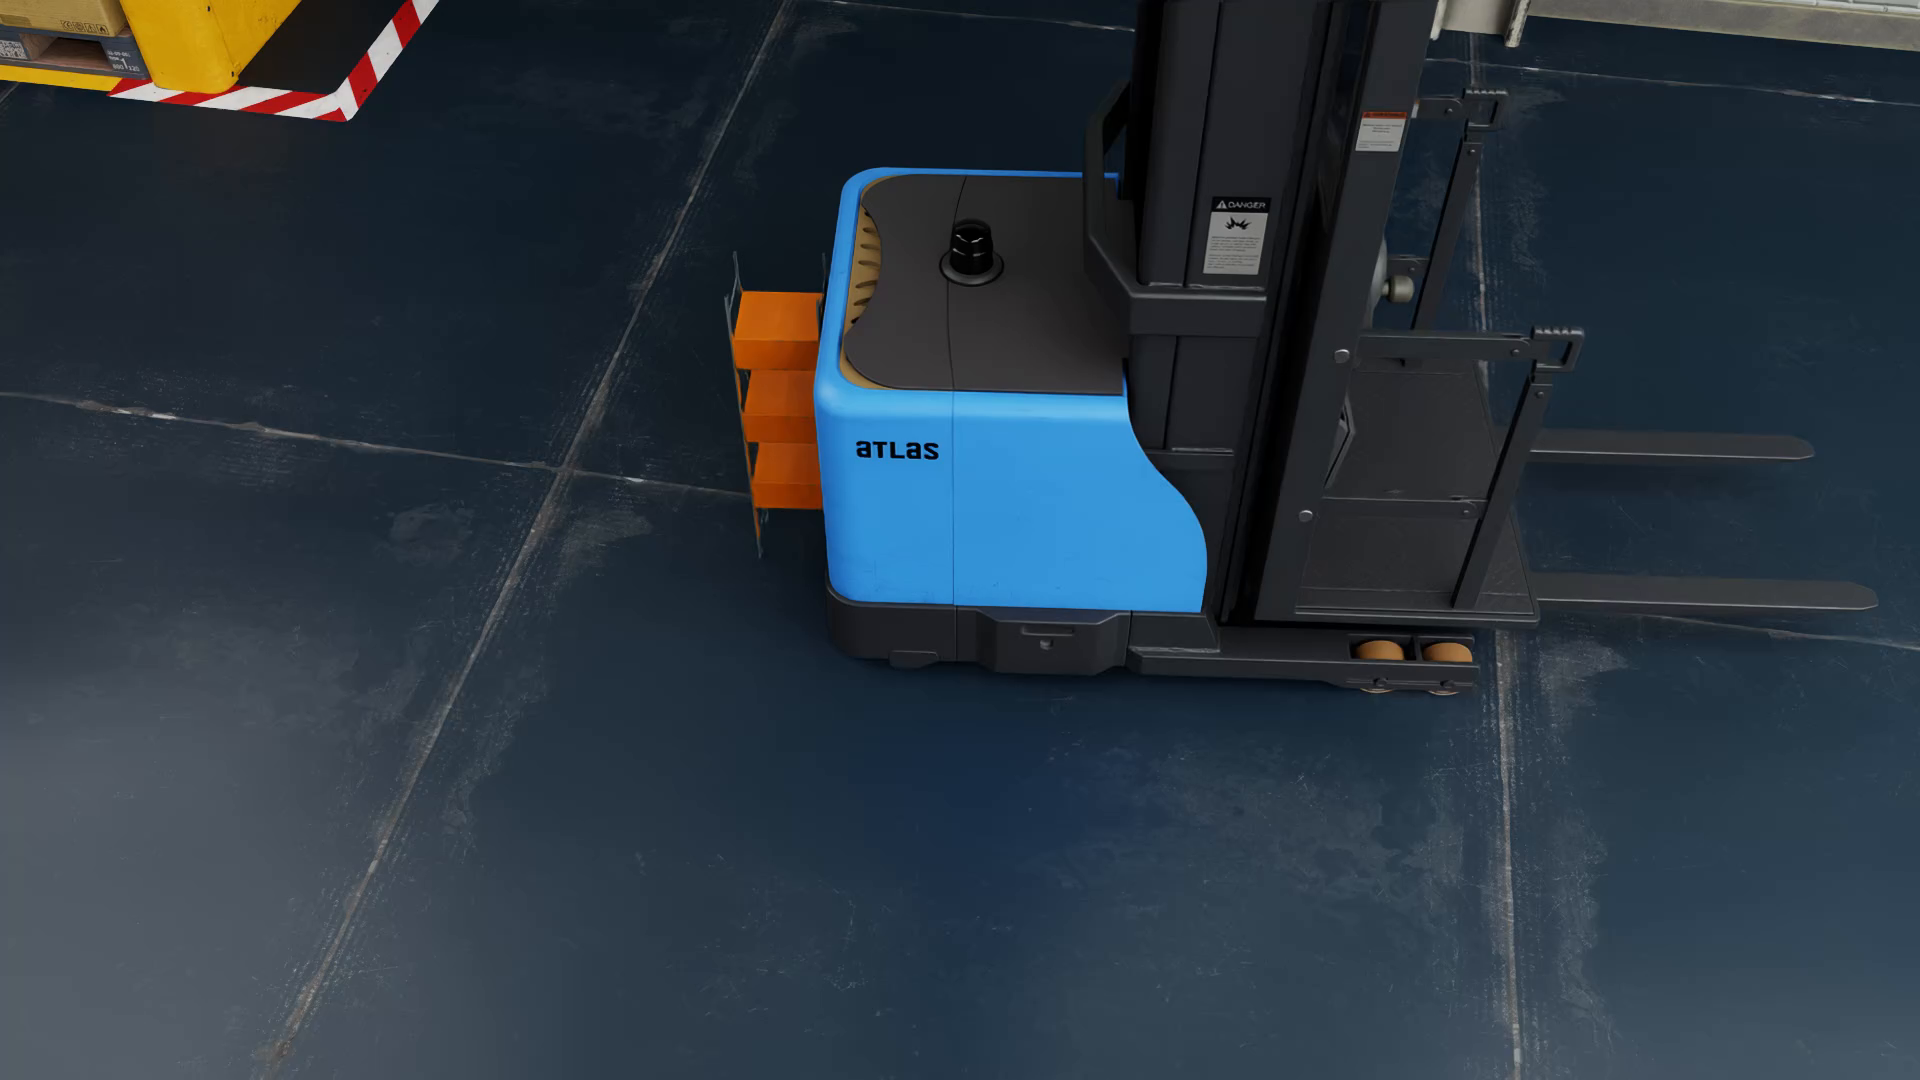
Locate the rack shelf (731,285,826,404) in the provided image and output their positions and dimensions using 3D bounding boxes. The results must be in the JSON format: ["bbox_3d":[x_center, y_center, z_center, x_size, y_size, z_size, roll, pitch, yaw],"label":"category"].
[{"bbox_3d":[-0.497,-0.544,4.666,0.240,0.259,0.215,2,48,2],"label":"rack shelf"}]

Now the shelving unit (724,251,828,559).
[{"bbox_3d":[-0.497,-0.361,4.869,0.252,1.050,0.215,2,48,2],"label":"shelving unit"}]

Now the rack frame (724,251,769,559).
[{"bbox_3d":[-0.619,-0.365,4.872,0.008,1.050,0.200,2,48,2],"label":"rack frame"}]

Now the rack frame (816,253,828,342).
[{"bbox_3d":[-0.375,-0.358,4.866,0.008,1.050,0.200,2,48,2],"label":"rack frame"}]

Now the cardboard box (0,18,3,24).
[{"bbox_3d":[-4.152,-2.428,6.982,0.500,0.250,0.500,8,49,7],"label":"cardboard box"}]

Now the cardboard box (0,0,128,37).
[{"bbox_3d":[-3.664,-2.356,6.916,0.500,0.250,0.500,8,49,7],"label":"cardboard box"}]

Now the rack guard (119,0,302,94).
[{"bbox_3d":[-3.122,-2.465,7.129,0.348,0.500,1.175,8,49,7],"label":"rack guard"}]

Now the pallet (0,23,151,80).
[{"bbox_3d":[-3.905,-2.442,7.302,1.213,0.211,1.003,8,49,7],"label":"pallet"}]

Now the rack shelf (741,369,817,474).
[{"bbox_3d":[-0.497,-0.354,4.877,0.240,0.259,0.215,2,48,2],"label":"rack shelf"}]

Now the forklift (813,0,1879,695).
[{"bbox_3d":[1.146,-0.935,4.120,3.031,2.935,1.130,2,48,2],"label":"forklift"}]

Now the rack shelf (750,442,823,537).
[{"bbox_3d":[-0.497,-0.169,5.084,0.240,0.259,0.215,2,48,2],"label":"rack shelf"}]
